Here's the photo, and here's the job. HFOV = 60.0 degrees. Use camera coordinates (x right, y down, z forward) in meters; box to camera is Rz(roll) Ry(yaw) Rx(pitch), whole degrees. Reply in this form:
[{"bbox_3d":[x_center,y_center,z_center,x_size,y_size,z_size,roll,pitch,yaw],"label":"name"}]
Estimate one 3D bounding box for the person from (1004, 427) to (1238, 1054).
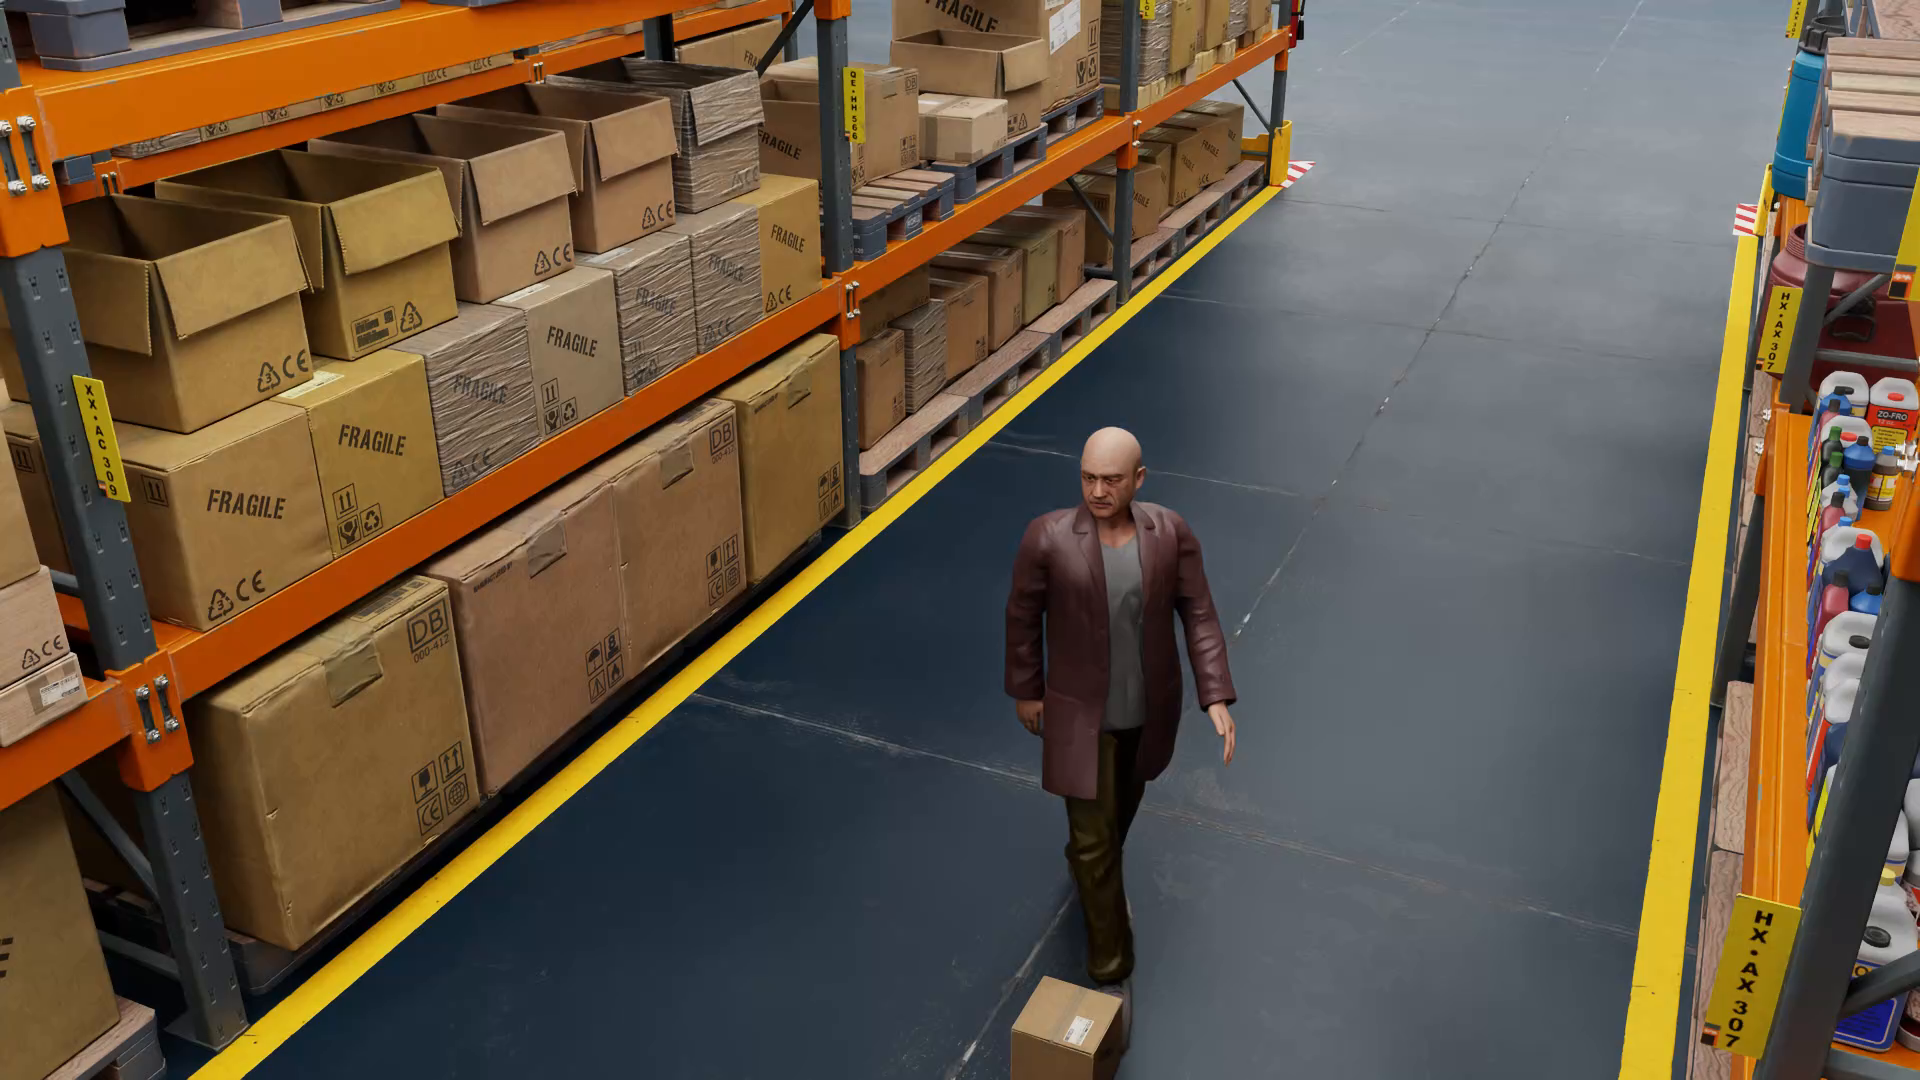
[{"bbox_3d":[0.493,0.545,4.984,0.606,1.765,0.899,-7,27,-14],"label":"person"}]
